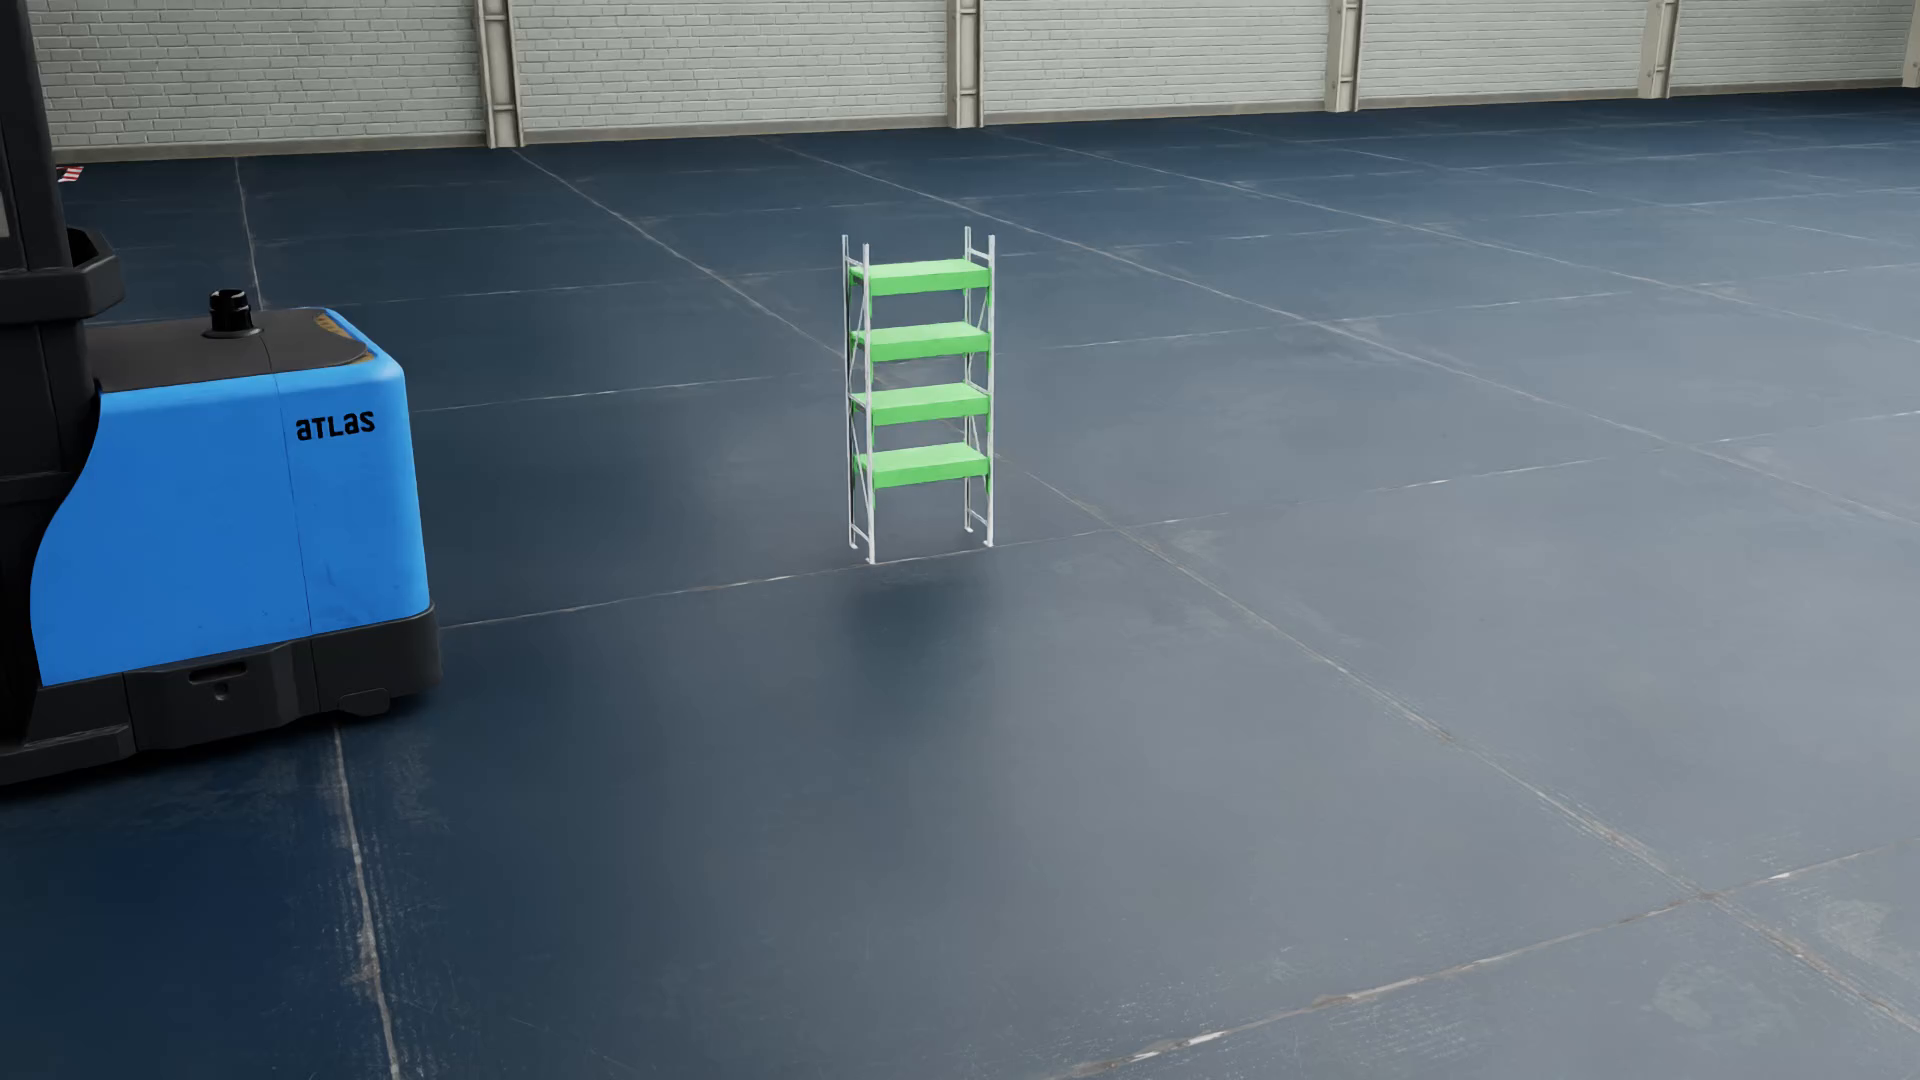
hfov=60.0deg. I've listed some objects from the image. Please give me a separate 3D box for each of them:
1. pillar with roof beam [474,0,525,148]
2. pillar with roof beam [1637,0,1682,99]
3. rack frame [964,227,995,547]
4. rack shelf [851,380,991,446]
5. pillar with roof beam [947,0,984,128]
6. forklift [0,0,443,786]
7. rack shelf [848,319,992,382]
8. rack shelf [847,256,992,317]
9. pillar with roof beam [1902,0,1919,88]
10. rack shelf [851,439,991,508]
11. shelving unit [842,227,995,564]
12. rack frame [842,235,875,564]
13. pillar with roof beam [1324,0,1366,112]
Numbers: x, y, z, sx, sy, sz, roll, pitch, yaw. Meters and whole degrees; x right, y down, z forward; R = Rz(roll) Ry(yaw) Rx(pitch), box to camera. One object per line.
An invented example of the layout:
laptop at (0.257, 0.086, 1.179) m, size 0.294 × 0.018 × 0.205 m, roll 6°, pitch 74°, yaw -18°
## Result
pillar with roof beam at (-3.733, -7.646, 14.689) m, size 0.400 × 9.000 × 9.100 m, roll -8°, pitch 21°, yaw -22°
pillar with roof beam at (12.795, -10.014, 21.414) m, size 0.400 × 9.000 × 9.100 m, roll -8°, pitch 21°, yaw -22°
rack frame at (0.072, -0.576, 6.352) m, size 0.015 × 1.200 × 0.240 m, roll -8°, pitch 21°, yaw -22°
rack shelf at (-0.152, -0.484, 6.282) m, size 0.480 × 0.148 × 0.258 m, roll -8°, pitch 21°, yaw -22°
pillar with roof beam at (1.777, -8.436, 16.931) m, size 0.400 × 9.000 × 9.100 m, roll -8°, pitch 21°, yaw -22°
forklift at (-3.114, -0.763, 4.275) m, size 3.031 × 2.935 × 1.130 m, roll -11°, pitch 22°, yaw -29°
rack shelf at (-0.152, -0.710, 6.202) m, size 0.480 × 0.148 × 0.258 m, roll -8°, pitch 21°, yaw -22°
rack shelf at (-0.152, -0.937, 6.123) m, size 0.480 × 0.148 × 0.258 m, roll -8°, pitch 21°, yaw -22°
pillar with roof beam at (18.304, -10.804, 23.656) m, size 0.400 × 9.000 × 9.100 m, roll -8°, pitch 21°, yaw -22°
rack shelf at (-0.152, -0.258, 6.362) m, size 0.480 × 0.148 × 0.258 m, roll -8°, pitch 21°, yaw -22°
shelving unit at (-0.152, -0.544, 6.261) m, size 0.503 × 1.200 × 0.258 m, roll -8°, pitch 21°, yaw -22°
rack frame at (-0.376, -0.512, 6.170) m, size 0.015 × 1.200 × 0.240 m, roll -8°, pitch 21°, yaw -22°
pillar with roof beam at (7.286, -9.225, 19.173) m, size 0.400 × 9.000 × 9.100 m, roll -8°, pitch 21°, yaw -22°
